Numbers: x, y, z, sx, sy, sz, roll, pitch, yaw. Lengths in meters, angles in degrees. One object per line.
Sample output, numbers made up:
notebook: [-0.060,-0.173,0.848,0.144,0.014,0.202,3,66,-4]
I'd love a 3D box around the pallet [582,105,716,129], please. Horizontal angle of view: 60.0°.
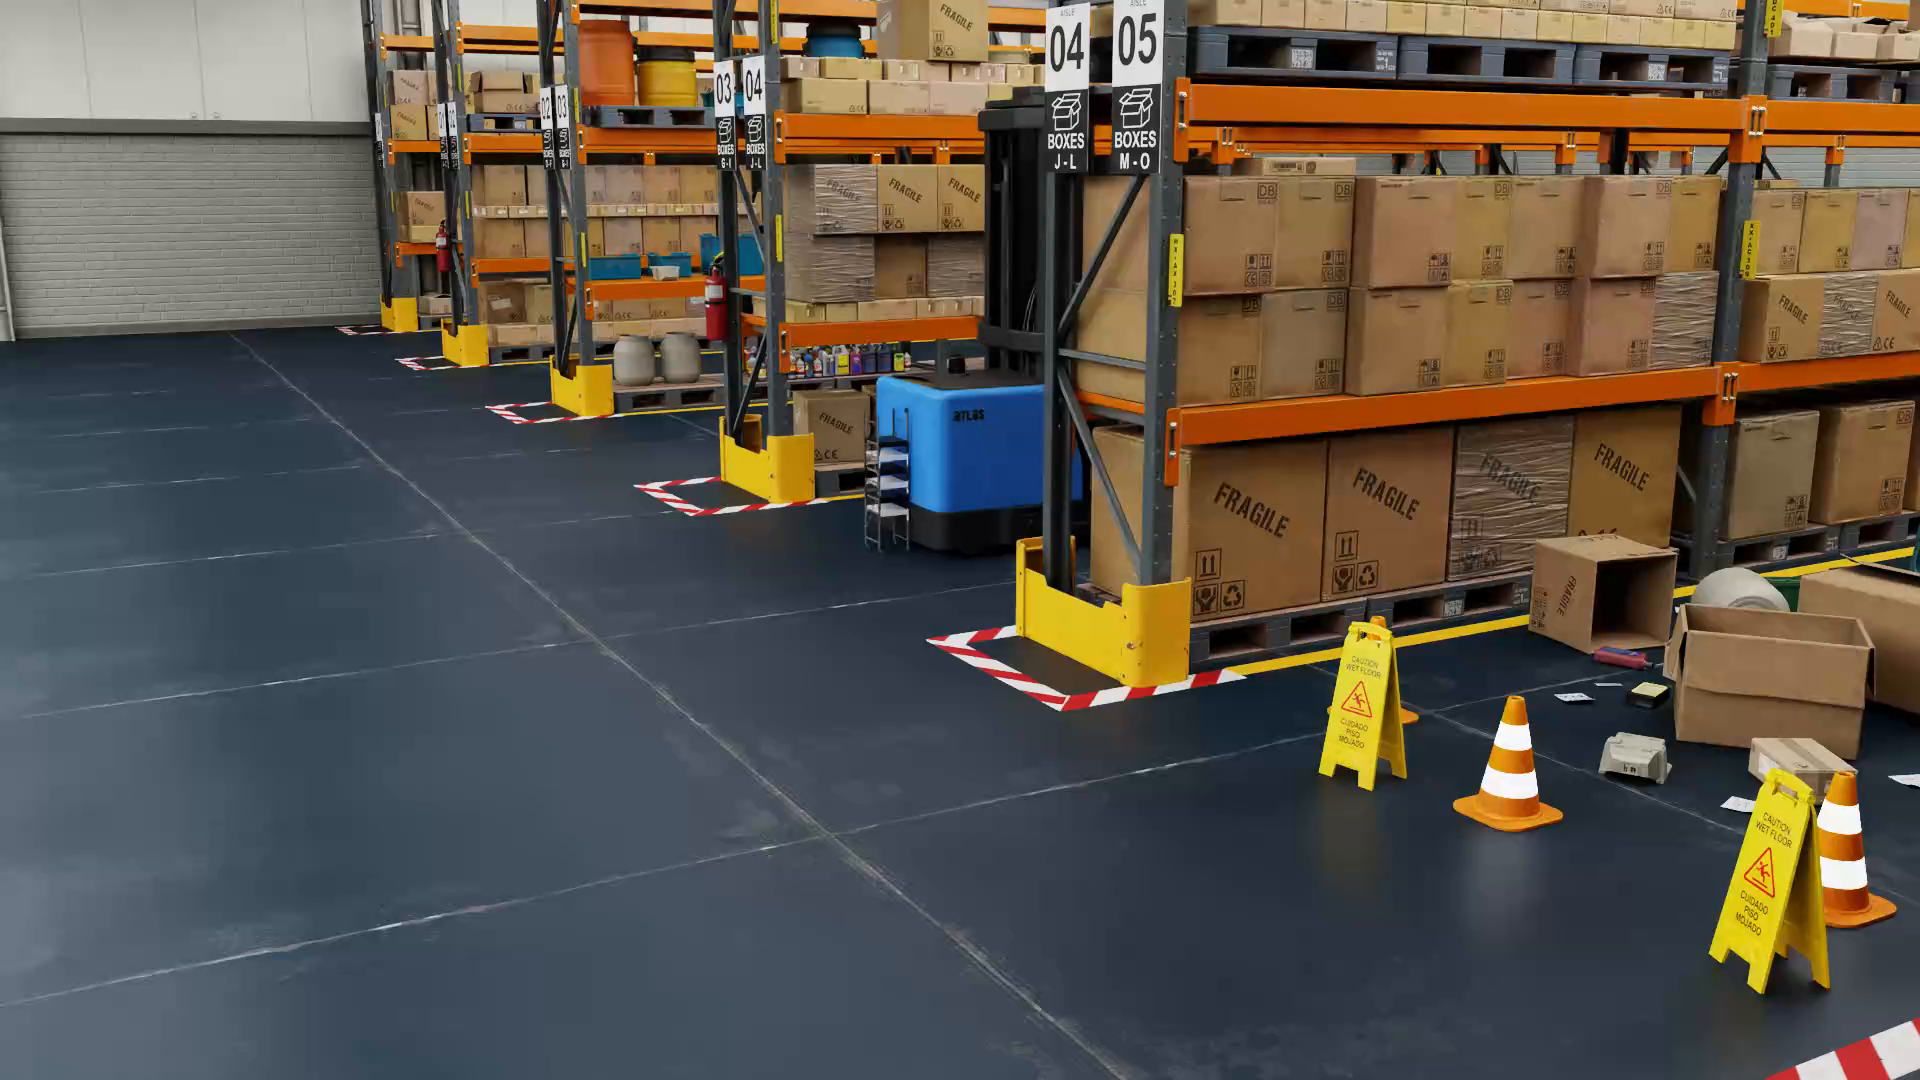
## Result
pallet: [-3.160,-4.242,16.725,1.213,0.211,1.003,-7,14,-28]

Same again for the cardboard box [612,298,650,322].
cardboard box: [-4.408,-3.158,21.907,0.500,0.500,0.500,-7,14,-28]

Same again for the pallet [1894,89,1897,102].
pallet: [7.210,-3.017,11.280,1.003,0.211,1.213,-6,14,-25]

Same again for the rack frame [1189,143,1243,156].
rack frame: [3.089,-3.644,20.471,0.127,3.000,1.000,-7,14,-28]

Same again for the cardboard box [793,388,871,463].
cardboard box: [-1.004,-0.896,12.996,0.500,0.500,0.500,-4,13,-17]

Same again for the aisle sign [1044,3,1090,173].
aisle sign: [0.522,-2.200,8.134,0.004,0.787,0.394,-7,14,-28]

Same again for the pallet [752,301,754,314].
pallet: [-3.414,-3.984,28.330,1.213,0.211,1.003,-7,14,-28]

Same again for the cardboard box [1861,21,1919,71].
cardboard box: [6.118,-3.256,10.934,0.500,0.311,0.500,-7,15,-29]

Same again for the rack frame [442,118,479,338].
rack frame: [-6.303,-3.758,20.974,0.127,3.000,1.000,-7,14,-28]

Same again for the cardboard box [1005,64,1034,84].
cardboard box: [0.371,-3.613,12.933,0.250,0.149,0.380,-7,15,-30]

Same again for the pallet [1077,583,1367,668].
pallet: [1.392,0.380,8.942,1.213,0.211,1.003,-7,14,-28]

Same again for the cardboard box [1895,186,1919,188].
cardboard box: [6.458,-2.107,11.133,0.500,0.500,0.700,-7,14,-29]

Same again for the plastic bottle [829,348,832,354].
plastic bottle: [-1.373,-1.953,18.138,0.133,0.283,0.061,-7,14,-28]

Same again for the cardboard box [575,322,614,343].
cardboard box: [-4.850,-2.740,21.761,0.500,0.250,0.500,-7,14,-28]

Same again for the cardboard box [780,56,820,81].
cardboard box: [-1.208,-3.417,12.064,0.250,0.149,0.380,-7,14,-28]

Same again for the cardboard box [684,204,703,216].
cardboard box: [-3.605,-4.392,22.089,0.250,0.149,0.380,-7,14,-28]

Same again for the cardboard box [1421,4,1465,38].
cardboard box: [2.290,-2.583,8.312,0.250,0.149,0.380,-7,14,-28]

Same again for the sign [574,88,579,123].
sign: [-3.674,-4.164,15.928,0.005,0.325,0.100,-7,14,-28]

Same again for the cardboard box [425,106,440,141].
cardboard box: [-7.778,-6.271,25.035,0.500,0.500,0.500,-6,14,-24]

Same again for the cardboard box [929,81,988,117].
cardboard box: [-0.127,-3.346,12.655,0.500,0.250,0.500,-7,14,-28]

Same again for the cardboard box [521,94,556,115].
cardboard box: [-5.419,-5.593,21.364,0.500,0.250,0.500,-7,14,-28]

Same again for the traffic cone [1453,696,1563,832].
traffic cone: [2.117,0.827,6.379,0.334,0.463,0.336,-7,14,-28]

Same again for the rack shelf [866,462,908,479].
rack shelf: [-0.478,-0.443,10.770,0.200,0.077,0.258,-6,14,-26]

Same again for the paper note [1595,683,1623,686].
paper note: [3.120,0.695,7.997,0.123,0.001,0.032,0,13,1]

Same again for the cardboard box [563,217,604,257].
cardboard box: [-4.990,-3.960,21.647,0.500,0.500,0.700,-7,14,-27]

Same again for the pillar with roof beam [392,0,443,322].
pillar with roof beam: [-6.418,-7.049,21.937,0.400,9.000,9.100,-7,14,-28]

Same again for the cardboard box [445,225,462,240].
cardboard box: [-7.651,-4.696,25.440,0.500,0.250,0.500,-7,15,-30]

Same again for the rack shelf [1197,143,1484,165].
rack shelf: [4.844,-4.967,21.155,4.000,0.370,1.077,-7,14,-28]

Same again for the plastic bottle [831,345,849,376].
plastic bottle: [-1.301,-1.968,18.055,0.185,0.351,0.144,-7,14,-28]

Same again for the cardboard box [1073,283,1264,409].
cardboard box: [1.032,-1.003,8.391,0.550,0.550,0.875,-7,14,-28]

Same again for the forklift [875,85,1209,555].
forklift: [0.978,-1.537,11.265,3.031,2.935,1.130,-6,14,-26]

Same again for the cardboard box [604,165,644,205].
cardboard box: [-4.500,-4.654,21.774,0.500,0.500,0.700,-7,14,-28]

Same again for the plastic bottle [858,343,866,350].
plastic bottle: [-1.131,-2.104,18.812,0.133,0.283,0.061,-7,14,-28]

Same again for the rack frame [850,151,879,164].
rack frame: [-1.658,-5.554,28.954,0.127,3.000,1.000,-7,14,-28]

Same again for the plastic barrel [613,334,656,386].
plastic barrel: [-3.392,-1.878,17.331,0.421,0.512,0.421,0,13,0]

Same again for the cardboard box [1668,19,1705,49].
cardboard box: [3.851,-2.771,9.144,0.250,0.149,0.380,-7,14,-27]

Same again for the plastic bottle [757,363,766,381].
plastic bottle: [-2.102,-1.794,17.619,0.097,0.201,0.097,0,13,0]

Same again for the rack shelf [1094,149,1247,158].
rack shelf: [2.474,-5.922,25.399,4.000,0.370,1.077,-7,14,-28]

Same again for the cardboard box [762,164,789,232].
cardboard box: [-1.196,-2.635,12.805,0.500,0.500,0.500,-7,14,-28]

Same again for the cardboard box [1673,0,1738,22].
cardboard box: [3.930,-2.990,9.212,0.500,0.250,0.500,-7,14,-29]

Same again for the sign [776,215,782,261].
sign: [-1.300,-2.166,11.930,0.005,0.325,0.100,-7,14,-28]

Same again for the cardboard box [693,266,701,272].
cardboard box: [-4.146,-4.621,27.795,0.500,0.250,0.500,-7,15,-29]

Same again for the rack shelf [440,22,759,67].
rack shelf: [-4.548,-6.349,21.374,4.000,0.370,1.077,-7,14,-28]

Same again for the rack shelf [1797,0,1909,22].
rack shelf: [10.728,-5.702,18.498,4.000,0.370,1.077,-7,14,-28]

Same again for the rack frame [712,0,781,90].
rack frame: [-1.560,-4.775,11.831,0.127,3.000,1.000,-7,14,-28]

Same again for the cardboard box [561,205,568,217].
cardboard box: [-5.183,-4.203,21.248,0.250,0.149,0.380,-7,14,-29]

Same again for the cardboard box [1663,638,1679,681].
cardboard box: [3.612,0.567,7.985,0.258,0.266,0.396,-4,13,-18]

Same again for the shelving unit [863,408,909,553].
shelving unit: [-0.478,-0.388,10.782,0.210,0.900,0.258,-6,14,-26]

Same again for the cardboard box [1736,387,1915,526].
cardboard box: [5.589,-0.593,11.081,0.750,0.750,1.050,-7,14,-28]

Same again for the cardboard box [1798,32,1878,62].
cardboard box: [5.268,-2.958,9.978,0.380,0.149,0.250,-7,14,-28]

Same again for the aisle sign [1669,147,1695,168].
aisle sign: [10.314,-5.705,23.708,0.004,0.787,0.394,-7,14,-28]

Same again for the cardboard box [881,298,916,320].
cardboard box: [-0.531,-1.786,12.786,0.250,0.149,0.380,-7,14,-28]

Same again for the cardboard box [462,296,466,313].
cardboard box: [-7.529,-3.730,25.974,0.500,0.311,0.500,-6,14,-23]

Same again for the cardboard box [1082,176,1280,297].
cardboard box: [1.072,-1.513,8.200,0.550,0.550,0.875,-7,14,-28]

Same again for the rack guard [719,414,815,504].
rack guard: [-1.493,-0.637,12.800,0.348,0.500,1.175,-7,14,-28]

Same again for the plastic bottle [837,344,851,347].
plastic bottle: [-1.330,-2.141,18.821,0.185,0.351,0.144,-6,14,-26]

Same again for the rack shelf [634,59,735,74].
rack shelf: [-3.414,-7.724,27.484,4.000,0.370,1.077,-7,14,-28]

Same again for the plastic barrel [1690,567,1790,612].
plastic barrel: [3.978,0.369,8.504,0.421,0.421,0.512,3,13,11]
